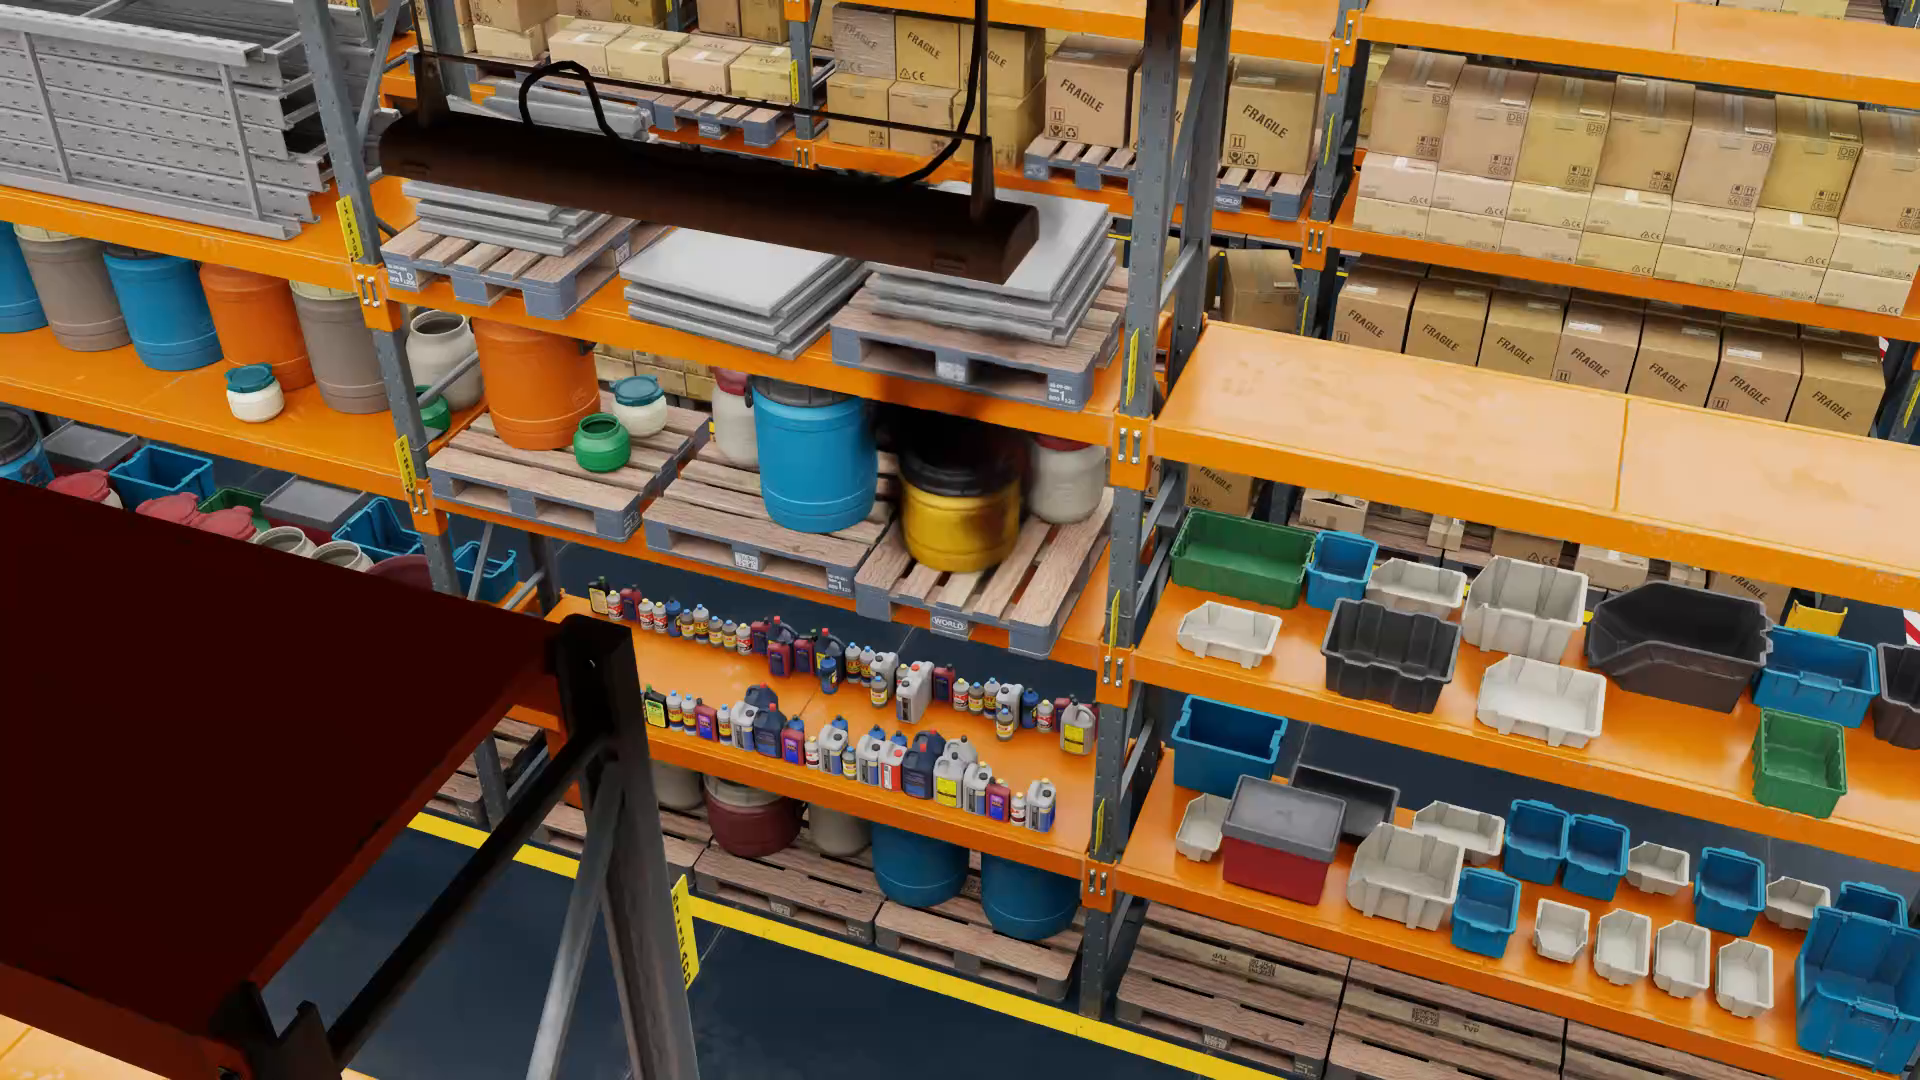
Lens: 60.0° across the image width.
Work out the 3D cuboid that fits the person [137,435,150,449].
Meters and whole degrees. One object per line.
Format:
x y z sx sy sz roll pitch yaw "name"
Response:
-6.732 -0.981 13.304 0.684 1.734 0.592 11 38 15 "person"
